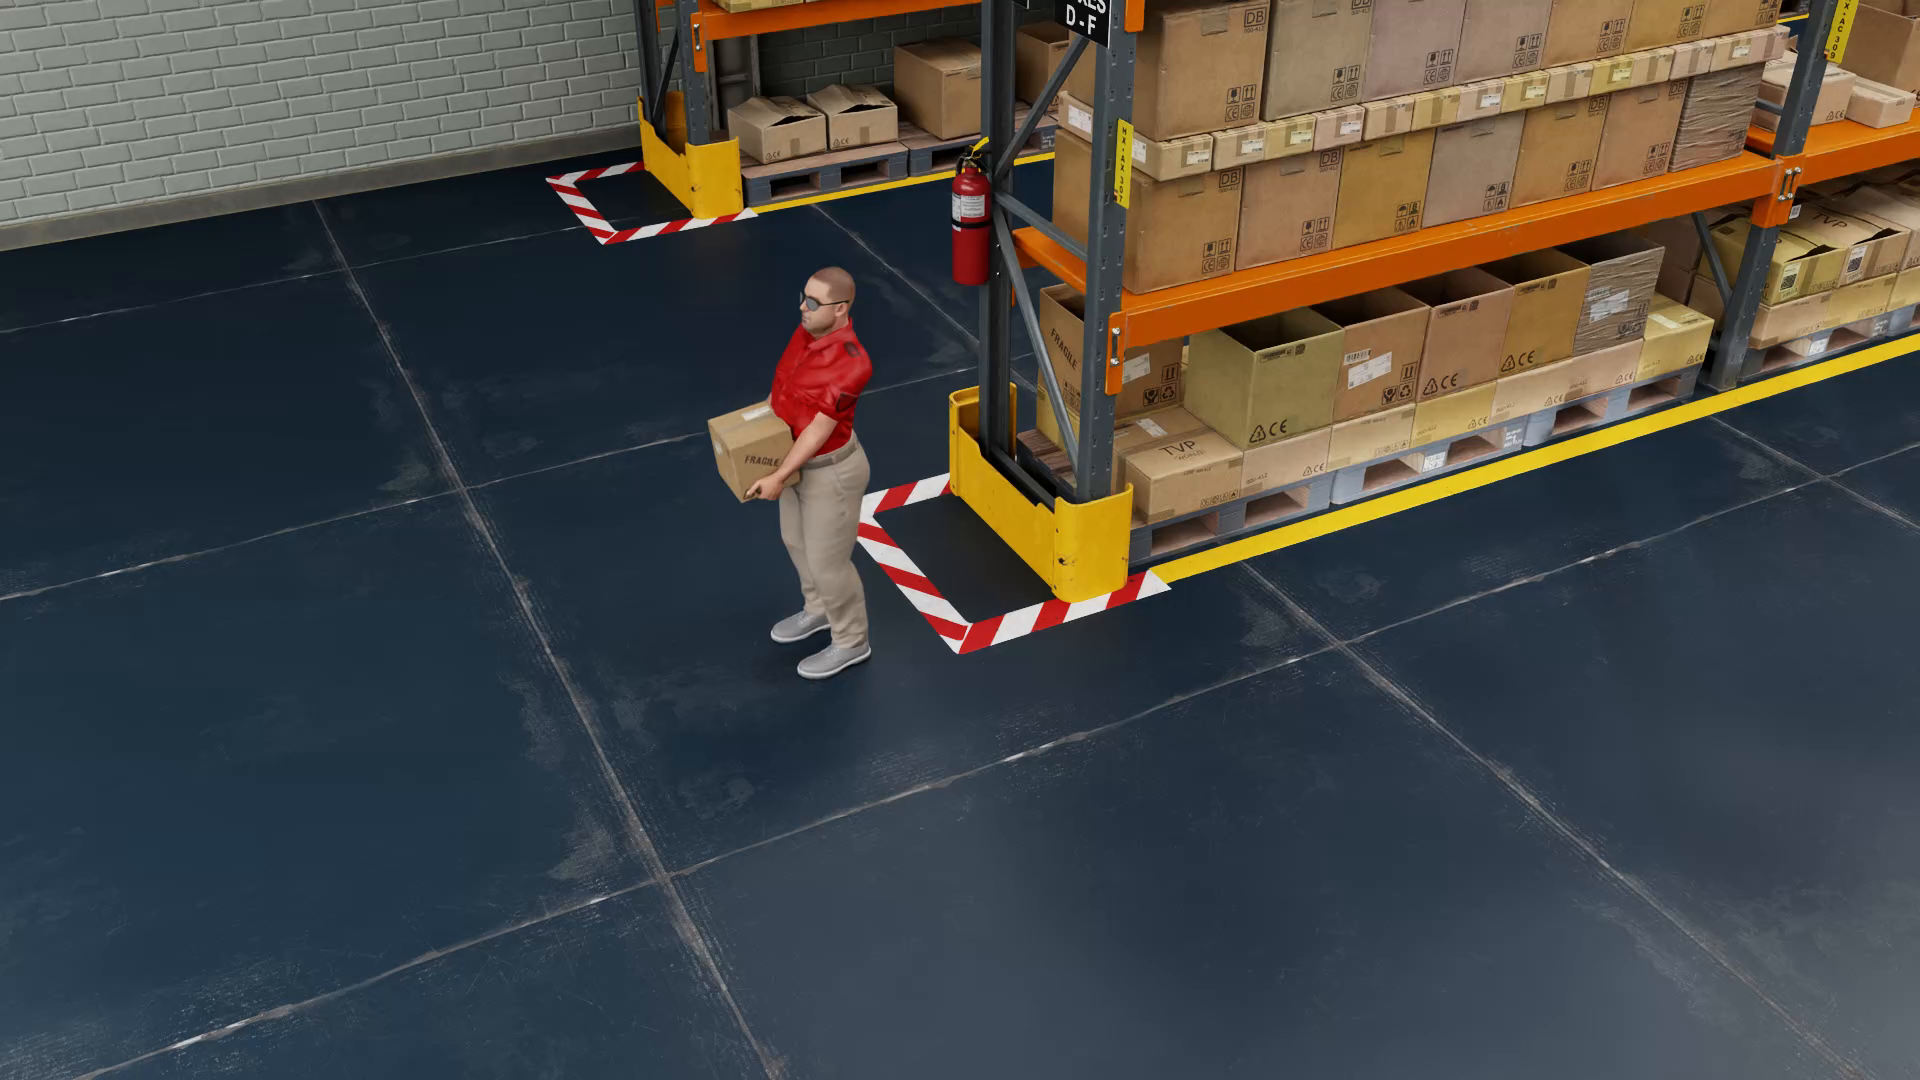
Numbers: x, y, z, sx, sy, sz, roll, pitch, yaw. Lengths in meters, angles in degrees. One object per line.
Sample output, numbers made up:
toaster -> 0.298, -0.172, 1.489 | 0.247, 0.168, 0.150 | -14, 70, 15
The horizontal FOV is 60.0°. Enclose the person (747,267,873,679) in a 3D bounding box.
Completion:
person -> -0.627, -0.245, 6.547 | 0.530, 1.714, 0.494 | -15, 36, -22
